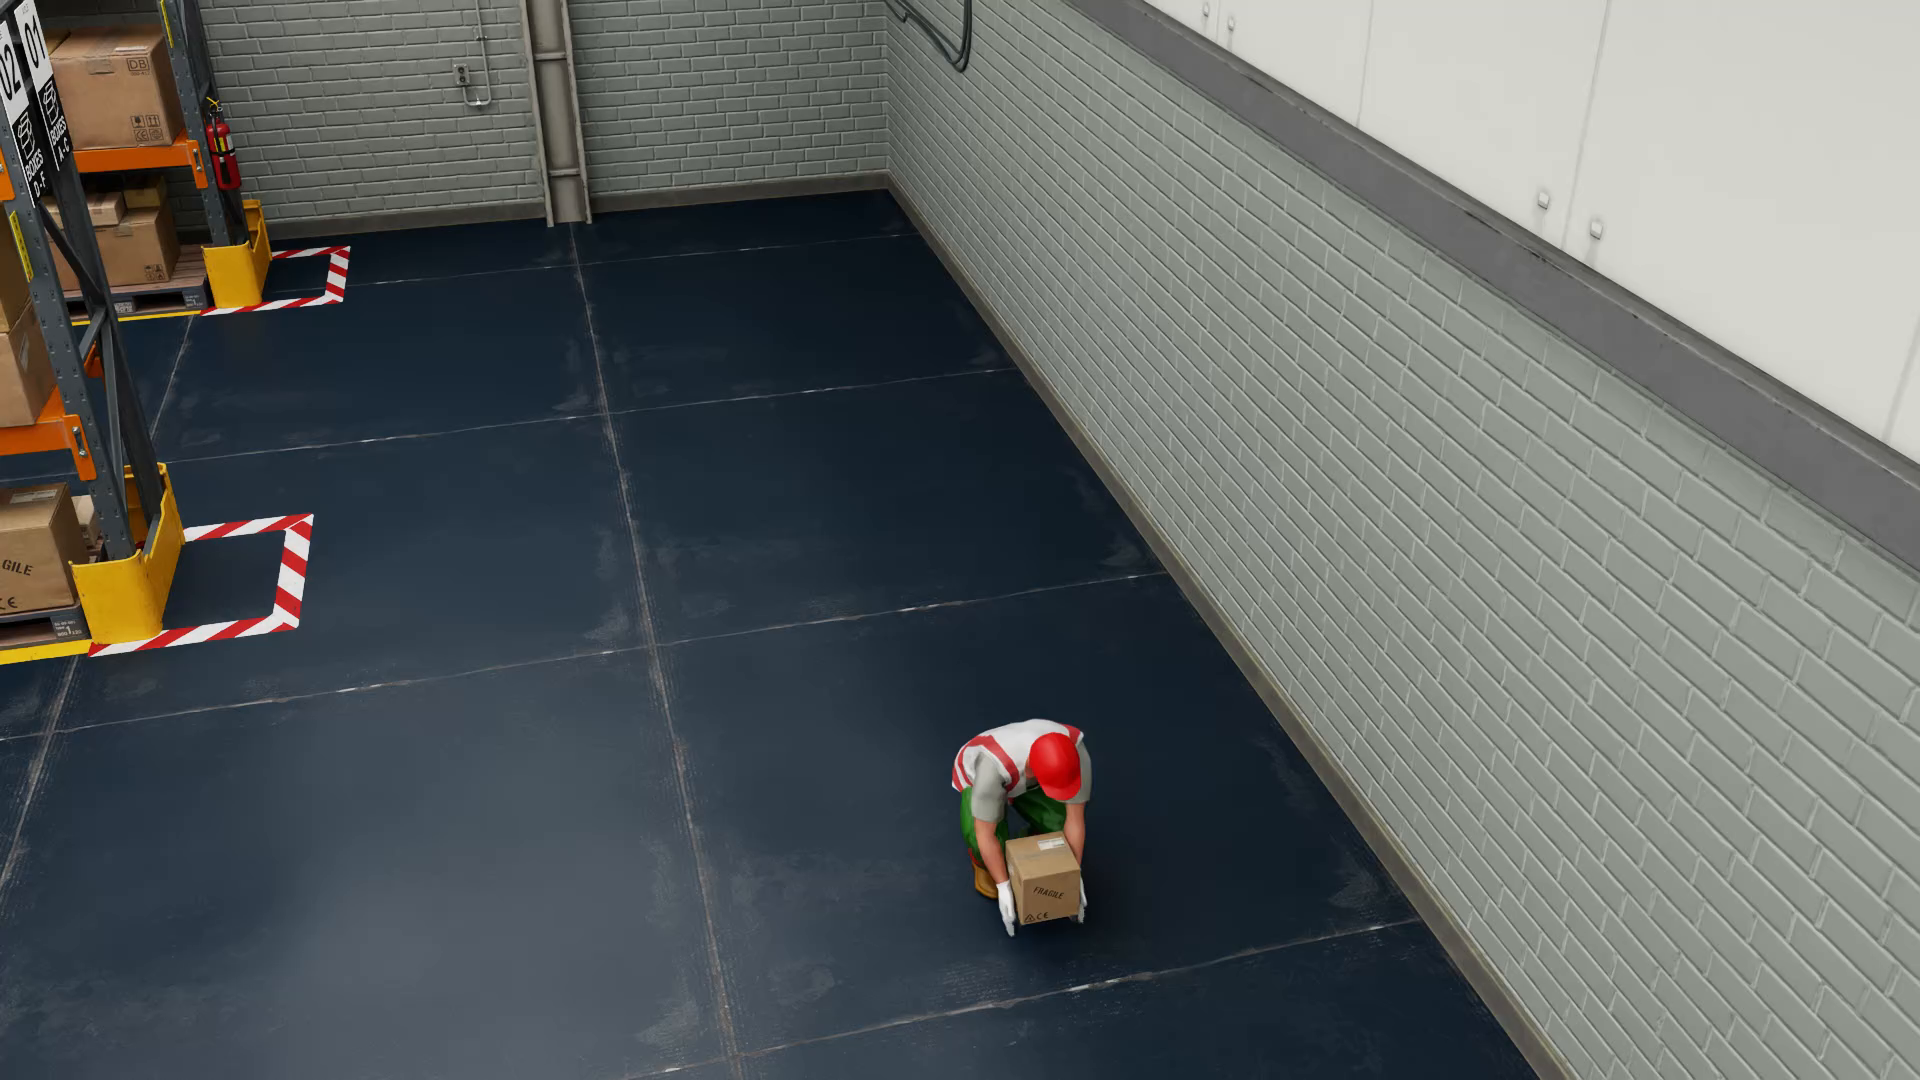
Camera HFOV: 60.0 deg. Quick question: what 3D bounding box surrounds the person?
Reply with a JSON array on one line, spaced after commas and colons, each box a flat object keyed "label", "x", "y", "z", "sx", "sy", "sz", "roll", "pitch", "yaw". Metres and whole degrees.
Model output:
[{"label": "person", "x": 0.273, "y": 1.104, "z": 7.106, "sx": 0.549, "sy": 0.997, "sz": 0.865, "roll": -8, "pitch": 31, "yaw": -14}]
